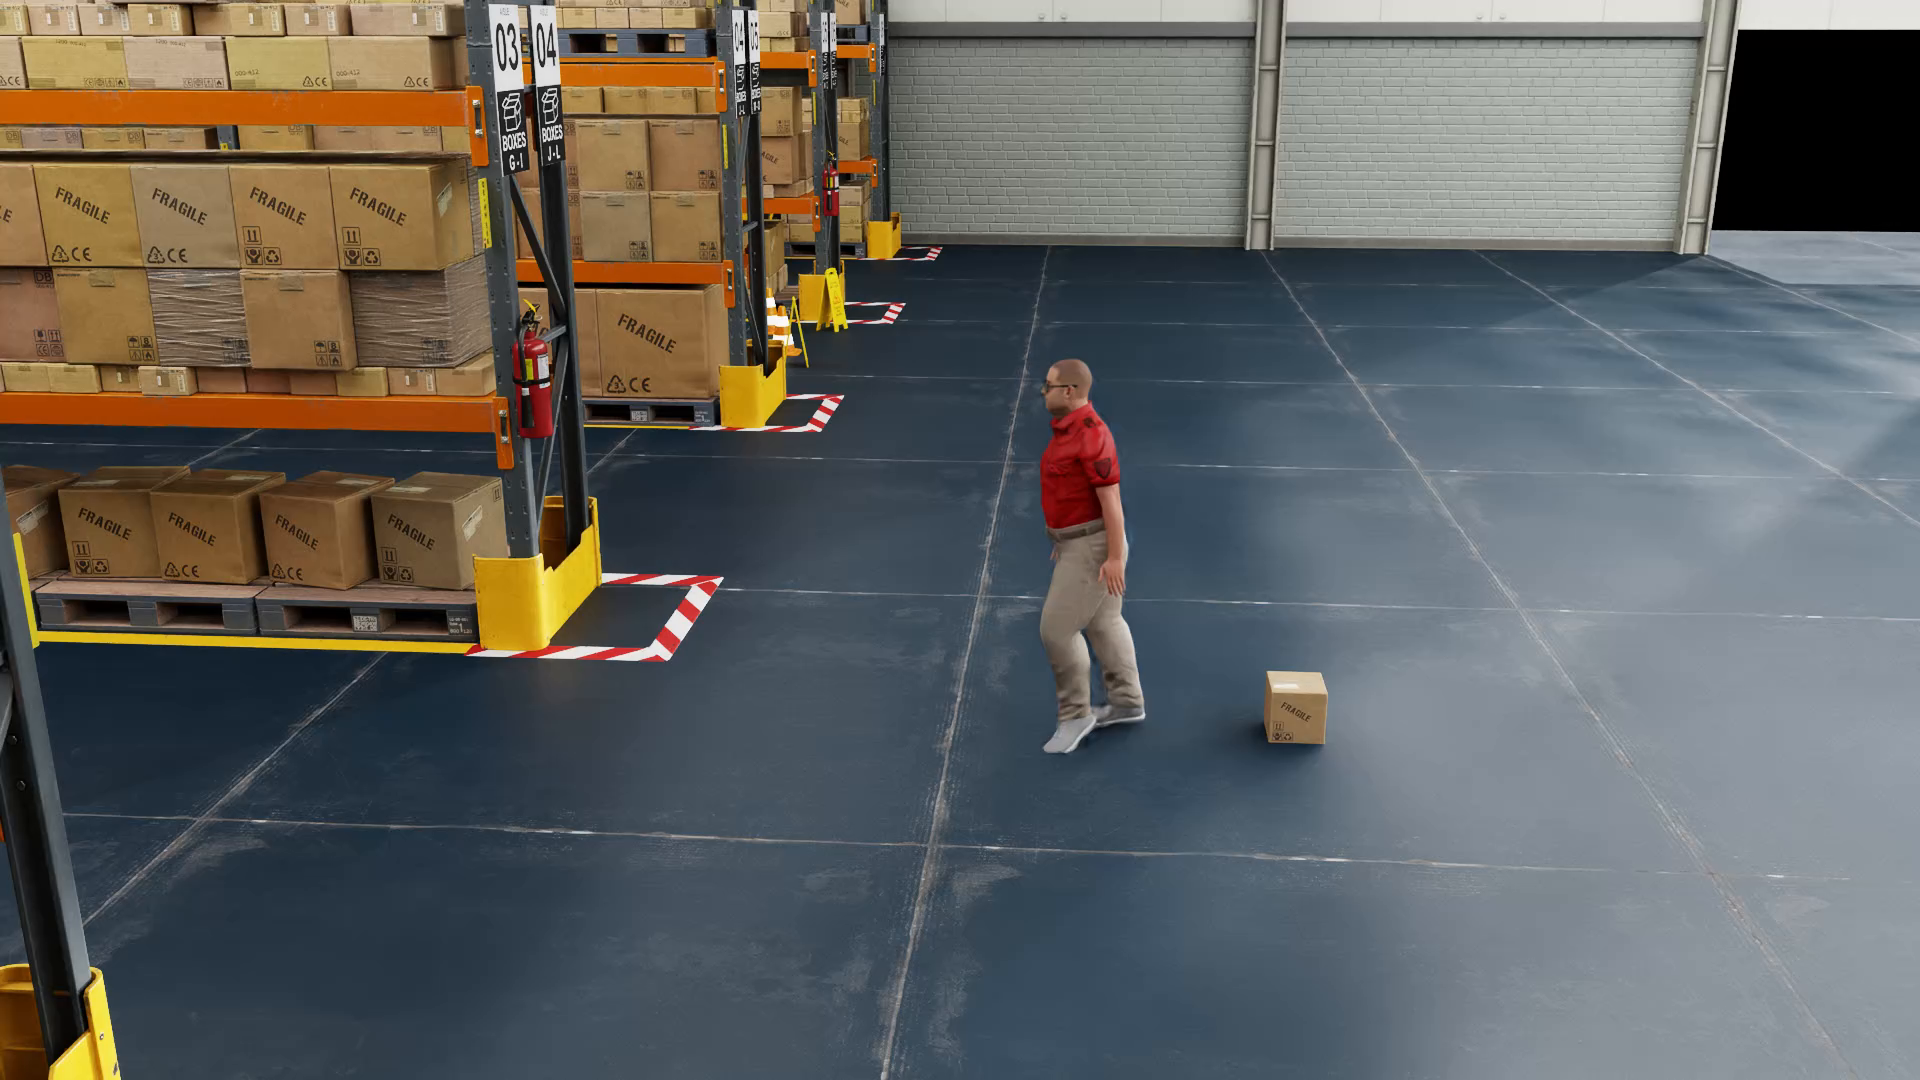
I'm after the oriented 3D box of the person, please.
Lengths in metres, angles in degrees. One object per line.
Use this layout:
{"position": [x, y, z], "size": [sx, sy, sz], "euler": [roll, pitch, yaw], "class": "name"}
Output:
{"position": [0.602, 0.074, 7.426], "size": [0.509, 1.788, 0.568], "euler": [-1, 17, -2], "class": "person"}
